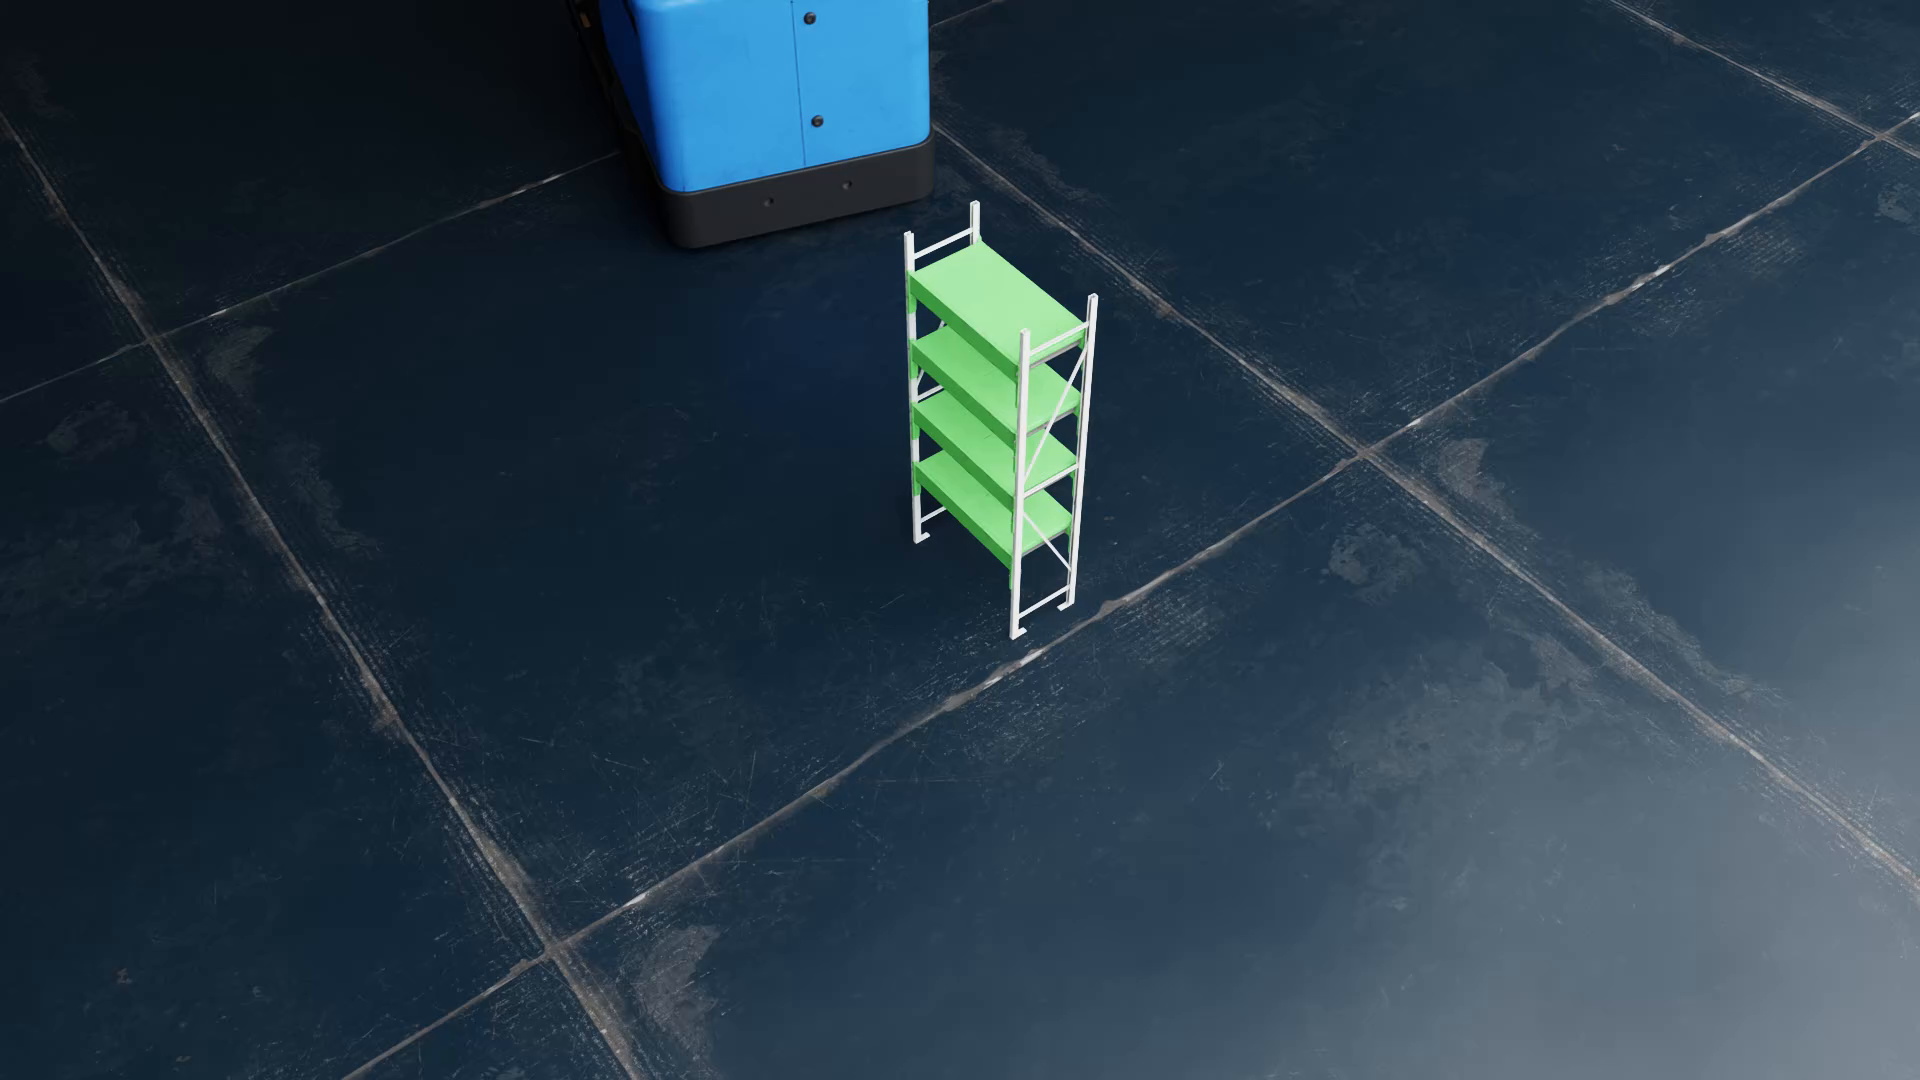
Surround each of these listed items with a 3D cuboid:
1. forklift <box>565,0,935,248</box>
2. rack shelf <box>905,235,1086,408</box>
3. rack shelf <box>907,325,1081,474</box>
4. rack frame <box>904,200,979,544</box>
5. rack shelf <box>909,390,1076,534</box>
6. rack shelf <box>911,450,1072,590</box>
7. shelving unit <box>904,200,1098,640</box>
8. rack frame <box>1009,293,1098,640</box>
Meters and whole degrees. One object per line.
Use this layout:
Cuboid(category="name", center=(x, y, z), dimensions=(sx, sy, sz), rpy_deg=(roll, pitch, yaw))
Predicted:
Cuboid(category="forklift", center=(-1.078, -3.175, 6.150), dimensions=(1.130, 2.935, 3.031), rpy_deg=(-15, 50, -13))
Cuboid(category="rack shelf", center=(0.100, -0.585, 4.409), dimensions=(0.258, 0.148, 0.480), rpy_deg=(-29, 54, -24))
Cuboid(category="rack shelf", center=(0.100, -0.424, 4.587), dimensions=(0.258, 0.148, 0.480), rpy_deg=(-29, 54, -24))
Cuboid(category="rack frame", center=(-0.048, -0.449, 4.847), dimensions=(0.240, 1.200, 0.015), rpy_deg=(-29, 54, -24))
Cuboid(category="rack shelf", center=(0.100, -0.262, 4.764), dimensions=(0.258, 0.148, 0.480), rpy_deg=(-29, 54, -24))
Cuboid(category="rack shelf", center=(0.100, -0.101, 4.942), dimensions=(0.258, 0.148, 0.480), rpy_deg=(-29, 54, -24))
Cuboid(category="shelving unit", center=(0.100, -0.305, 4.717), dimensions=(0.258, 1.200, 0.503), rpy_deg=(-29, 54, -24))
Cuboid(category="rack frame", center=(0.248, -0.162, 4.587), dimensions=(0.240, 1.200, 0.015), rpy_deg=(-29, 54, -24))
